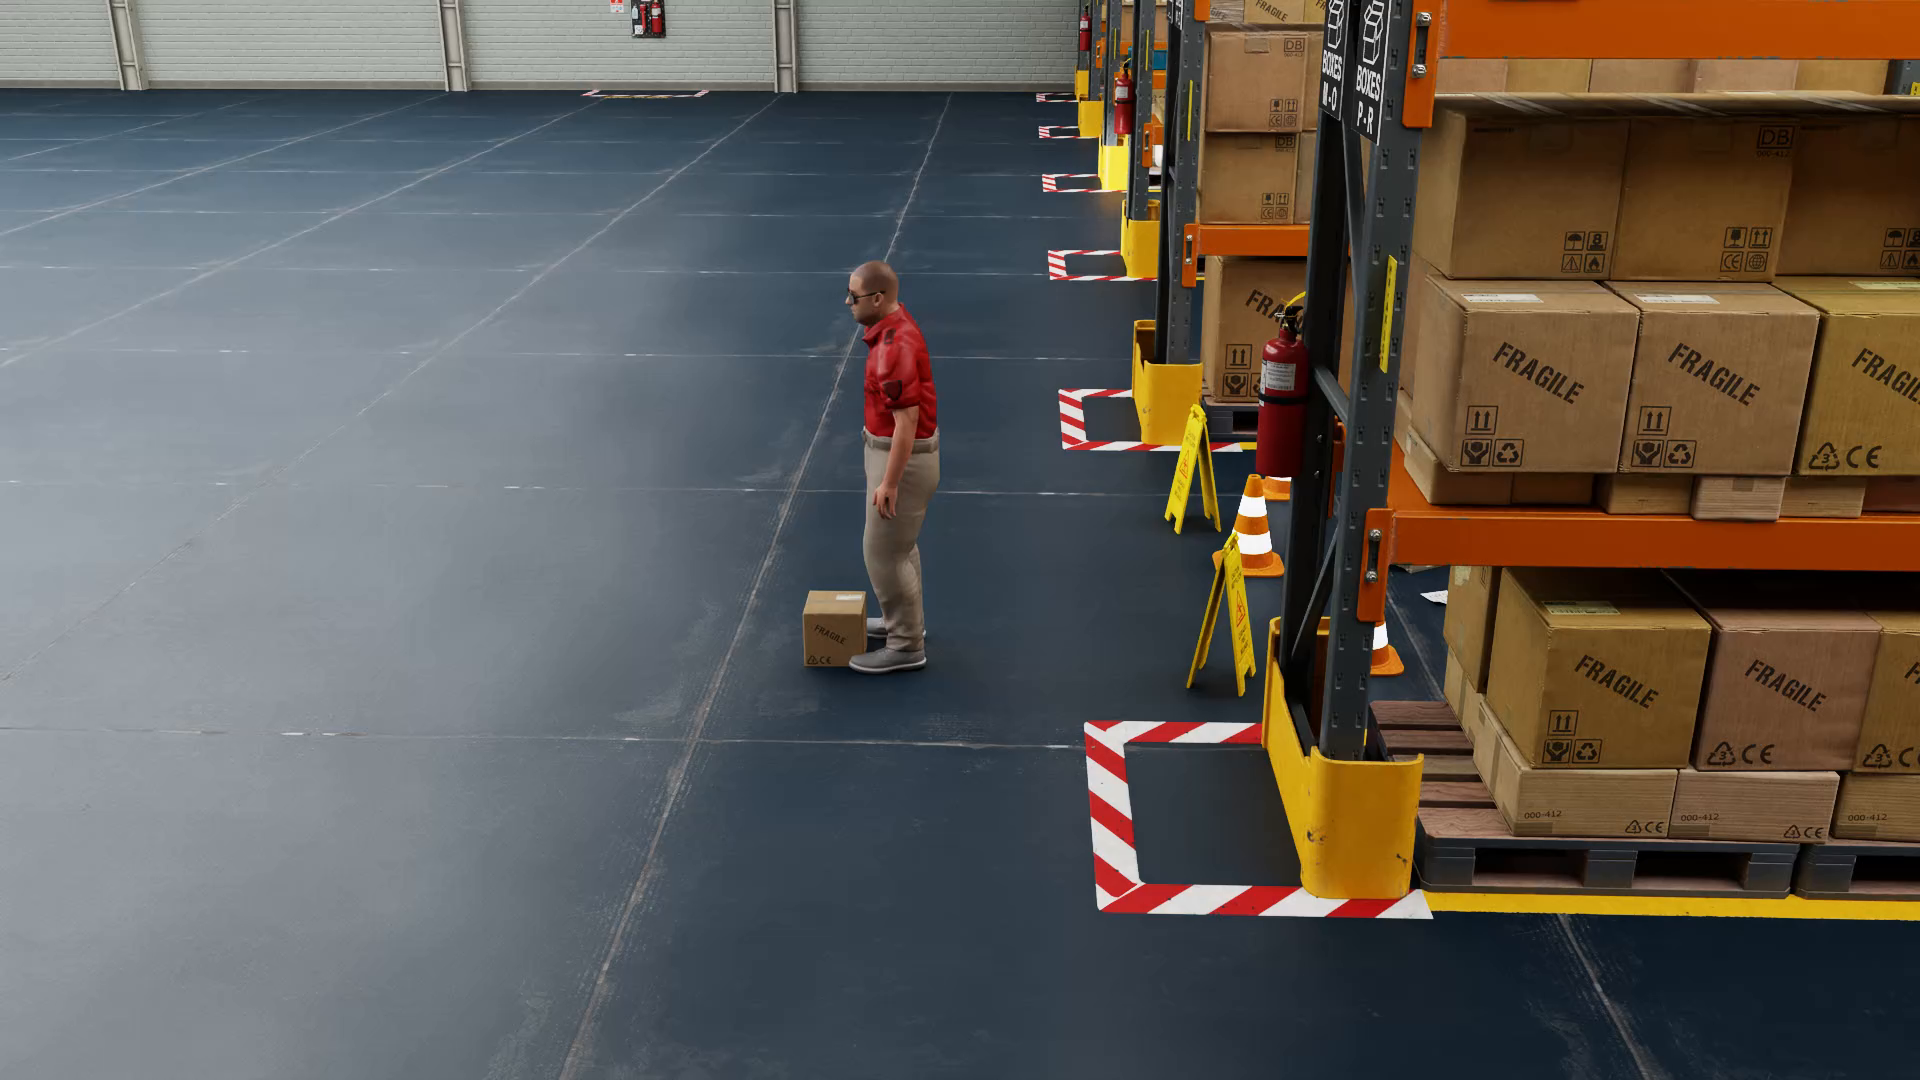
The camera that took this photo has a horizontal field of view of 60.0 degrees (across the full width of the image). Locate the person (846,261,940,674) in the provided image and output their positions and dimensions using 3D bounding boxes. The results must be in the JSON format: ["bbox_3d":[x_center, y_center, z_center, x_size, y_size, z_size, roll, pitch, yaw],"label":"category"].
[{"bbox_3d":[-0.281,-0.307,6.913,0.391,1.727,0.606,-1,21,-2],"label":"person"}]
